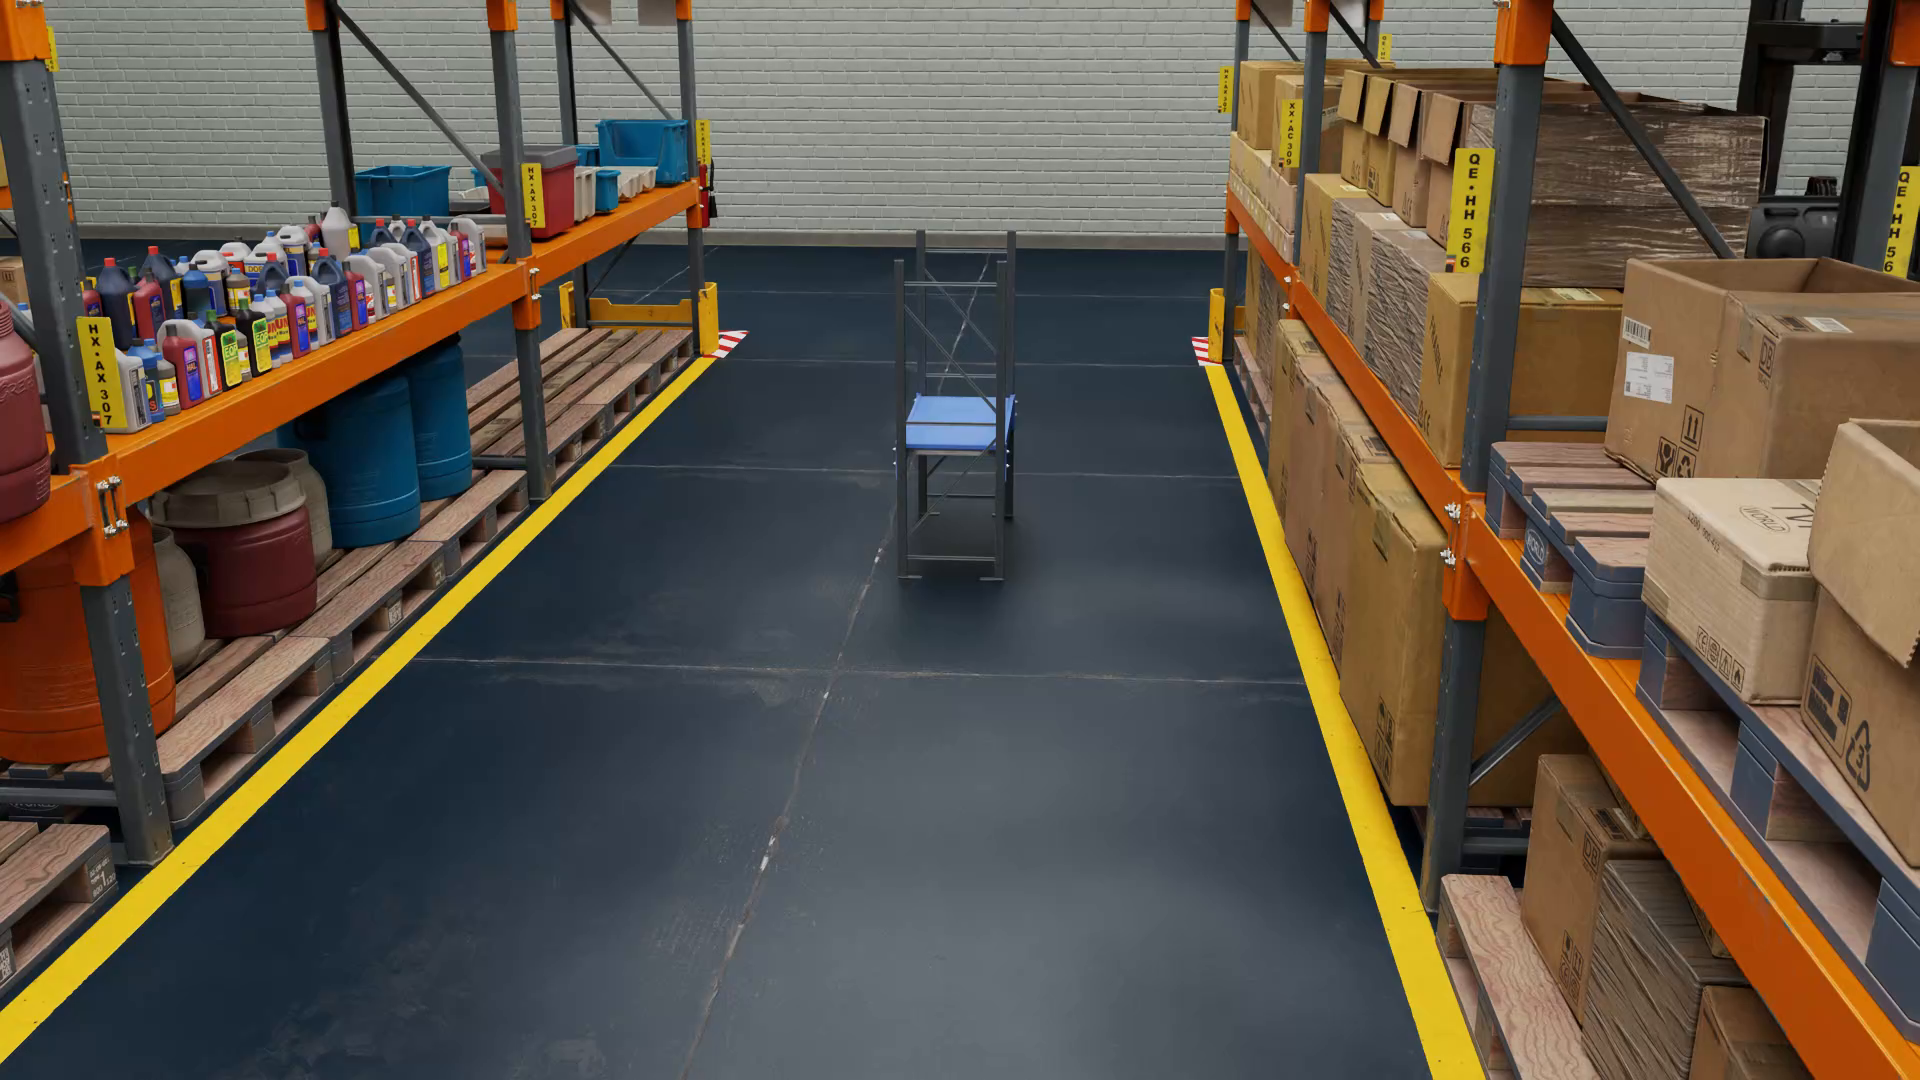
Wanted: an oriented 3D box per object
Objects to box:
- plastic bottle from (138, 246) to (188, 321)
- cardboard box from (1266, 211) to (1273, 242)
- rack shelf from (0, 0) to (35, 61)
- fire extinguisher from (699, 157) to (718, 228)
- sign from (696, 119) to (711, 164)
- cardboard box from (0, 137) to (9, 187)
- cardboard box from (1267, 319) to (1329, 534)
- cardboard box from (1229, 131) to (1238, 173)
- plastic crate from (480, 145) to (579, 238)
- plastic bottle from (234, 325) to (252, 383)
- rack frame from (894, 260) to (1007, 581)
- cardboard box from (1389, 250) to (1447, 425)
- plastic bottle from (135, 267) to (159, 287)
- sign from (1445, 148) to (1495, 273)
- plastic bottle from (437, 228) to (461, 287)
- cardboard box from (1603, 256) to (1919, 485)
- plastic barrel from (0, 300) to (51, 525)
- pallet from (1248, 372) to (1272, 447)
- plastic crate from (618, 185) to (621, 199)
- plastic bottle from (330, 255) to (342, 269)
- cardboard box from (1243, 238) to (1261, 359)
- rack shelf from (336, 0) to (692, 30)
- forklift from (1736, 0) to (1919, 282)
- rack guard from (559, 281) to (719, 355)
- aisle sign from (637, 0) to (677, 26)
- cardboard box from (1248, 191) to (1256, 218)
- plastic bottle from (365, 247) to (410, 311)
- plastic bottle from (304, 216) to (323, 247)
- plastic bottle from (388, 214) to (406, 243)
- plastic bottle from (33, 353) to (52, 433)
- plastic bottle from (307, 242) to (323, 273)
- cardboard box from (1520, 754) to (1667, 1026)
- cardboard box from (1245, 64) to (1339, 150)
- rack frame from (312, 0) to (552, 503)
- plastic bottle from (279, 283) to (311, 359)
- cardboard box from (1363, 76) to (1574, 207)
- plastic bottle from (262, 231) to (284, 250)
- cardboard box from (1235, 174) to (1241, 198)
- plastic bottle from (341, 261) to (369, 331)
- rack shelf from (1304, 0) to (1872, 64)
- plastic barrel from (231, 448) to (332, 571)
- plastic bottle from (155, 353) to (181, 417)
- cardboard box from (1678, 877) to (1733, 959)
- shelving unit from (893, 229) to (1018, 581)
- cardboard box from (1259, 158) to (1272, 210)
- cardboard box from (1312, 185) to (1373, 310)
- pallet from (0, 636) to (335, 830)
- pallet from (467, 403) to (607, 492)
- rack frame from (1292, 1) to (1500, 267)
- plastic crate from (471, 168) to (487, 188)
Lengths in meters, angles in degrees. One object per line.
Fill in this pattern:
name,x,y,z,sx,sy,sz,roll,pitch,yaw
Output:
plastic bottle,-3.278,-1.031,6.833,0.144,0.351,0.185,1,18,4
cardboard box,1.939,-1.771,9.415,0.380,0.149,0.250,2,18,5
rack shelf,-3.182,-0.880,2.629,1.077,0.370,4.000,1,18,4
fire extinguisher,-2.001,-2.725,12.644,0.296,0.674,0.183,1,18,4
sign,-1.915,-2.972,12.415,0.100,0.325,0.005,1,18,4
cardboard box,-7.200,-2.755,11.853,0.500,0.500,0.500,1,18,4
cardboard box,2.162,-0.540,7.991,1.225,0.875,0.875,1,18,4
cardboard box,2.171,-2.718,11.665,0.500,0.250,0.500,1,18,2
plastic crate,-2.438,-1.990,9.481,0.402,0.464,0.583,1,18,4
plastic bottle,-2.607,-0.671,5.972,0.097,0.201,0.097,0,18,0
rack frame,-0.043,-0.528,7.627,0.500,1.500,0.032,1,18,4
cardboard box,1.731,-0.668,5.483,0.500,0.500,0.500,1,18,3
plastic bottle,-3.270,-0.950,6.691,0.061,0.283,0.133,1,18,4
sign,1.348,-0.868,4.397,0.100,0.325,0.005,1,18,4
plastic bottle,-2.484,-1.358,7.948,0.152,0.276,0.135,1,18,4
cardboard box,1.903,-0.385,3.947,0.500,0.500,0.500,-1,18,-3
plastic barrel,-2.770,-0.331,4.398,0.600,0.536,0.708,1,18,4
pallet,2.406,-0.838,10.643,1.003,0.211,1.213,1,18,4
plastic crate,-2.377,-2.279,10.887,0.298,0.136,0.250,1,18,4
plastic bottle,-2.672,-1.082,7.115,0.097,0.271,0.097,0,18,0
cardboard box,2.509,-1.781,11.778,0.875,0.875,0.875,1,18,4
rack shelf,-2.609,-3.364,10.212,1.077,0.370,4.000,1,18,4
forklift,4.583,-1.572,8.514,1.130,2.935,3.031,1,18,3
rack guard,-2.476,-1.722,12.875,1.175,0.500,0.348,1,18,4
aisle sign,-2.168,-4.153,12.106,0.394,0.787,0.004,1,18,4
cardboard box,2.011,-2.091,10.392,0.380,0.149,0.250,1,18,3
plastic bottle,-2.530,-1.159,7.343,0.152,0.276,0.135,1,18,4
plastic bottle,-3.213,-1.458,8.244,0.061,0.283,0.133,1,18,4
plastic bottle,-2.635,-1.347,7.795,0.144,0.351,0.185,1,18,4
plastic bottle,-2.837,-0.489,5.297,0.152,0.276,0.135,1,18,4
plastic bottle,-3.066,-1.319,7.951,0.097,0.201,0.097,0,18,0
cardboard box,1.873,0.880,4.226,0.700,0.500,0.500,0,18,1
cardboard box,2.104,-2.759,10.583,0.500,0.500,0.500,1,18,2
rack frame,-2.752,-1.660,8.671,1.000,3.000,0.127,1,18,4
plastic bottle,-2.557,-0.847,6.378,0.061,0.283,0.133,1,18,4
cardboard box,2.090,-1.662,6.906,0.797,0.503,0.637,1,18,5
plastic bottle,-3.227,-1.314,7.823,0.097,0.271,0.097,0,18,0
cardboard box,2.085,-2.410,11.364,0.380,0.149,0.250,1,18,3
plastic bottle,-2.517,-1.018,6.899,0.061,0.283,0.133,1,18,4
rack shelf,2.045,-2.012,6.083,1.077,0.370,4.000,1,18,4
plastic barrel,-2.988,-0.115,7.278,0.421,0.512,0.421,0,18,0
plastic bottle,-2.643,-0.516,5.499,0.097,0.201,0.097,0,18,0
cardboard box,1.855,0.689,3.606,0.500,0.250,0.500,3,18,10
shelving unit,-0.006,-0.686,8.109,0.538,1.500,1.048,1,18,4
cardboard box,2.029,-2.082,9.721,0.500,0.250,0.500,2,18,5
cardboard box,1.871,-1.303,7.422,0.500,0.500,0.500,1,18,4
pallet,-3.024,0.662,6.064,1.003,0.211,1.213,1,18,4
pallet,-2.738,-0.564,9.805,1.003,0.211,1.213,1,18,4
rack frame,2.188,-1.549,8.334,1.000,3.000,0.127,1,18,4
plastic crate,-2.927,-2.280,10.735,0.416,0.233,0.300,1,18,4
